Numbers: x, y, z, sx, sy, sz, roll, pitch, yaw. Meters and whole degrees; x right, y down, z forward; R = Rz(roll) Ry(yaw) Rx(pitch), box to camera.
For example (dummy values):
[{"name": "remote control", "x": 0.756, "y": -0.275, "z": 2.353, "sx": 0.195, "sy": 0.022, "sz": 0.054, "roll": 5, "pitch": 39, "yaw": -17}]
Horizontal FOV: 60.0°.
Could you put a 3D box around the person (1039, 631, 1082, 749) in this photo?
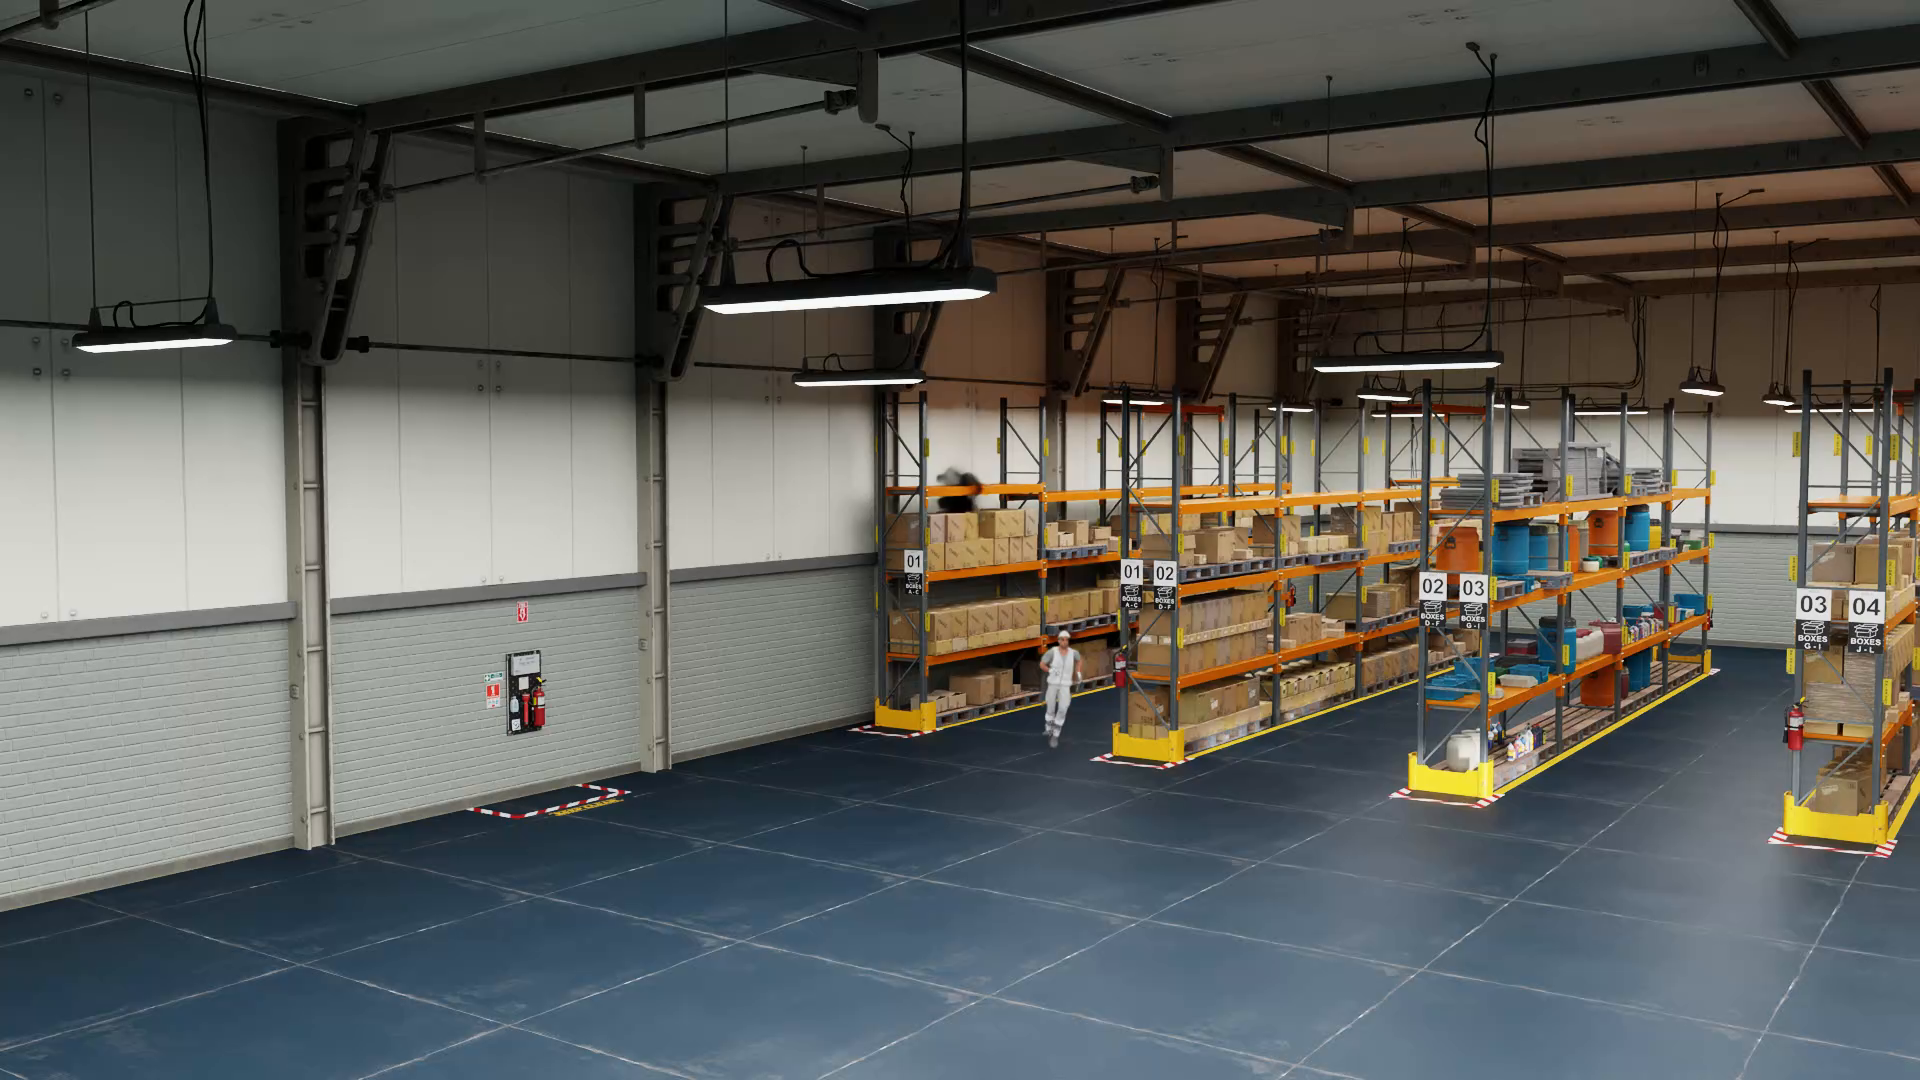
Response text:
[{"name": "person", "x": 1.619, "y": 2.383, "z": 26.730, "sx": 0.712, "sy": 1.869, "sz": 0.721, "roll": 0, "pitch": 3, "yaw": -2}]
